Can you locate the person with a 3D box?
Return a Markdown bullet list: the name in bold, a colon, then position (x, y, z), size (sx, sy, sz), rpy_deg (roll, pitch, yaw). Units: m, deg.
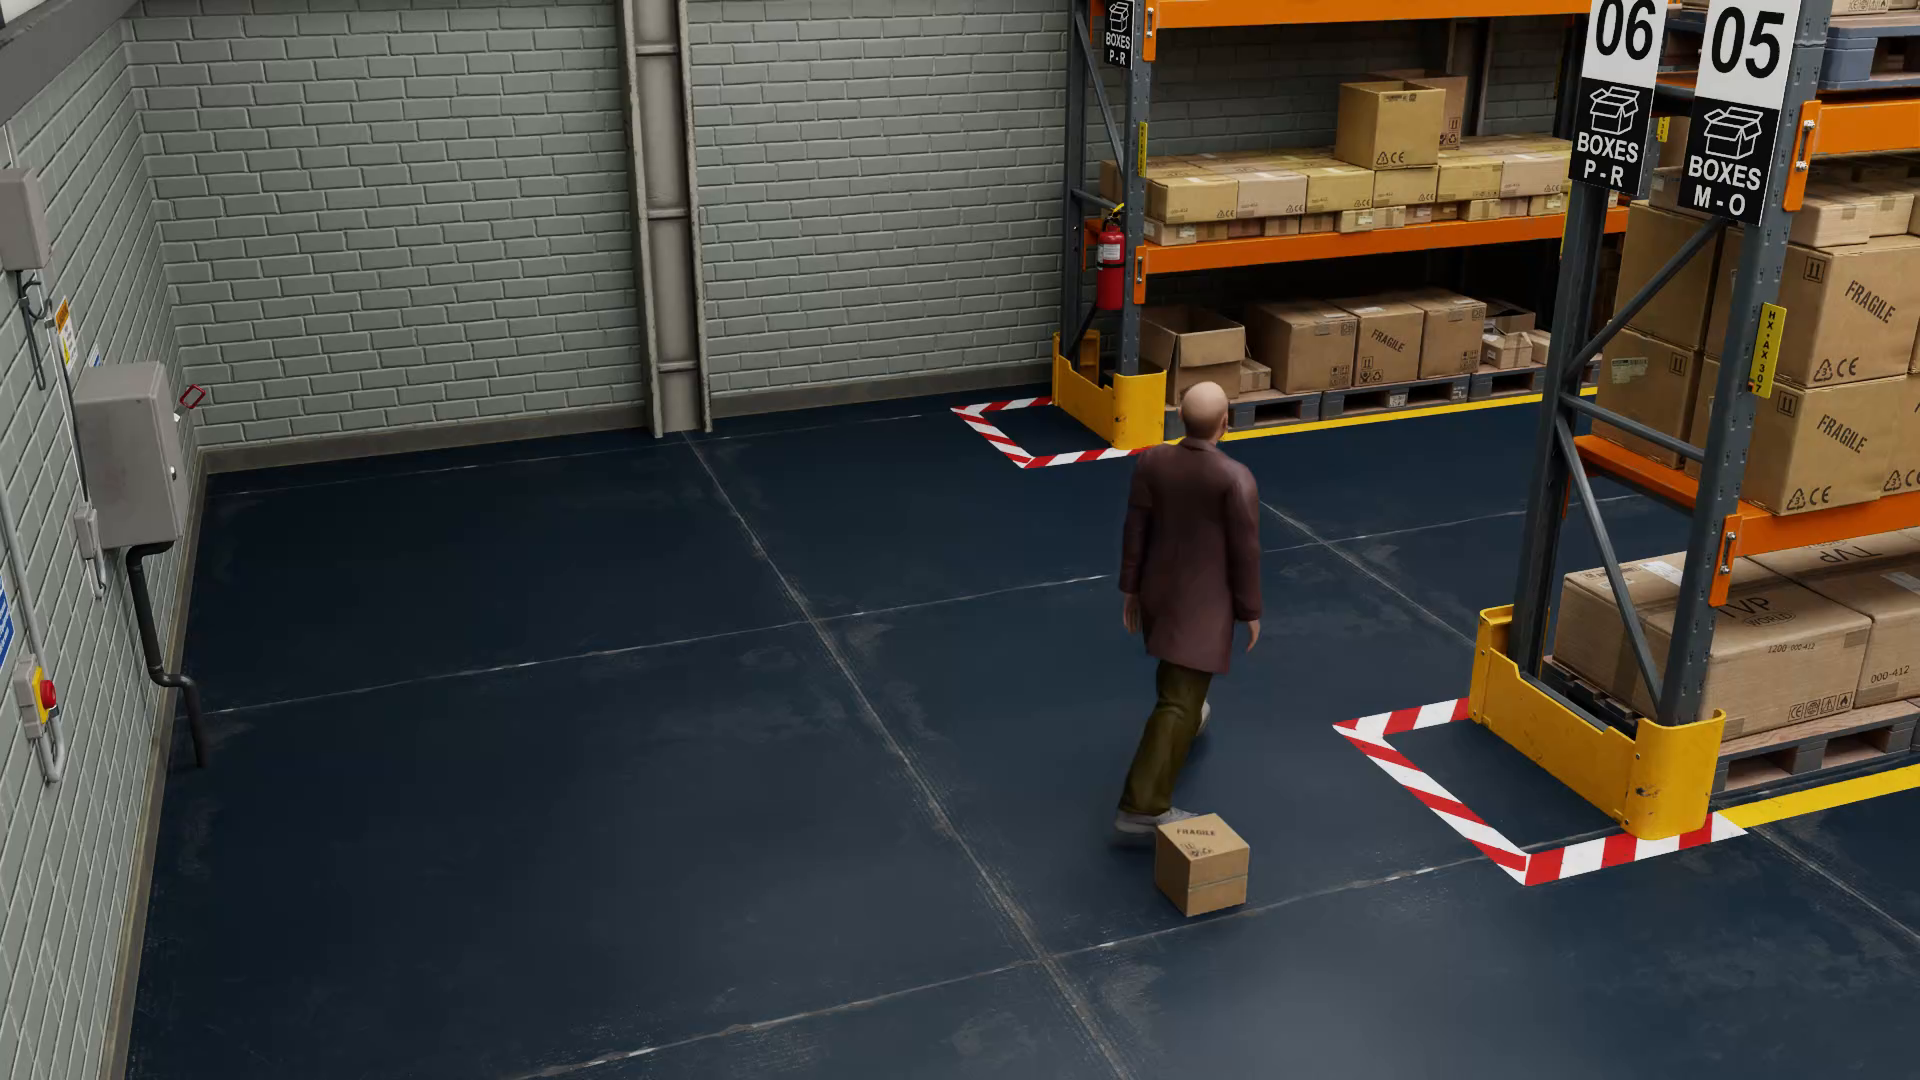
- **person**: position (0.915, 0.236, 6.542), size (1.006, 1.749, 0.652), rpy_deg (-20, 29, -40)
